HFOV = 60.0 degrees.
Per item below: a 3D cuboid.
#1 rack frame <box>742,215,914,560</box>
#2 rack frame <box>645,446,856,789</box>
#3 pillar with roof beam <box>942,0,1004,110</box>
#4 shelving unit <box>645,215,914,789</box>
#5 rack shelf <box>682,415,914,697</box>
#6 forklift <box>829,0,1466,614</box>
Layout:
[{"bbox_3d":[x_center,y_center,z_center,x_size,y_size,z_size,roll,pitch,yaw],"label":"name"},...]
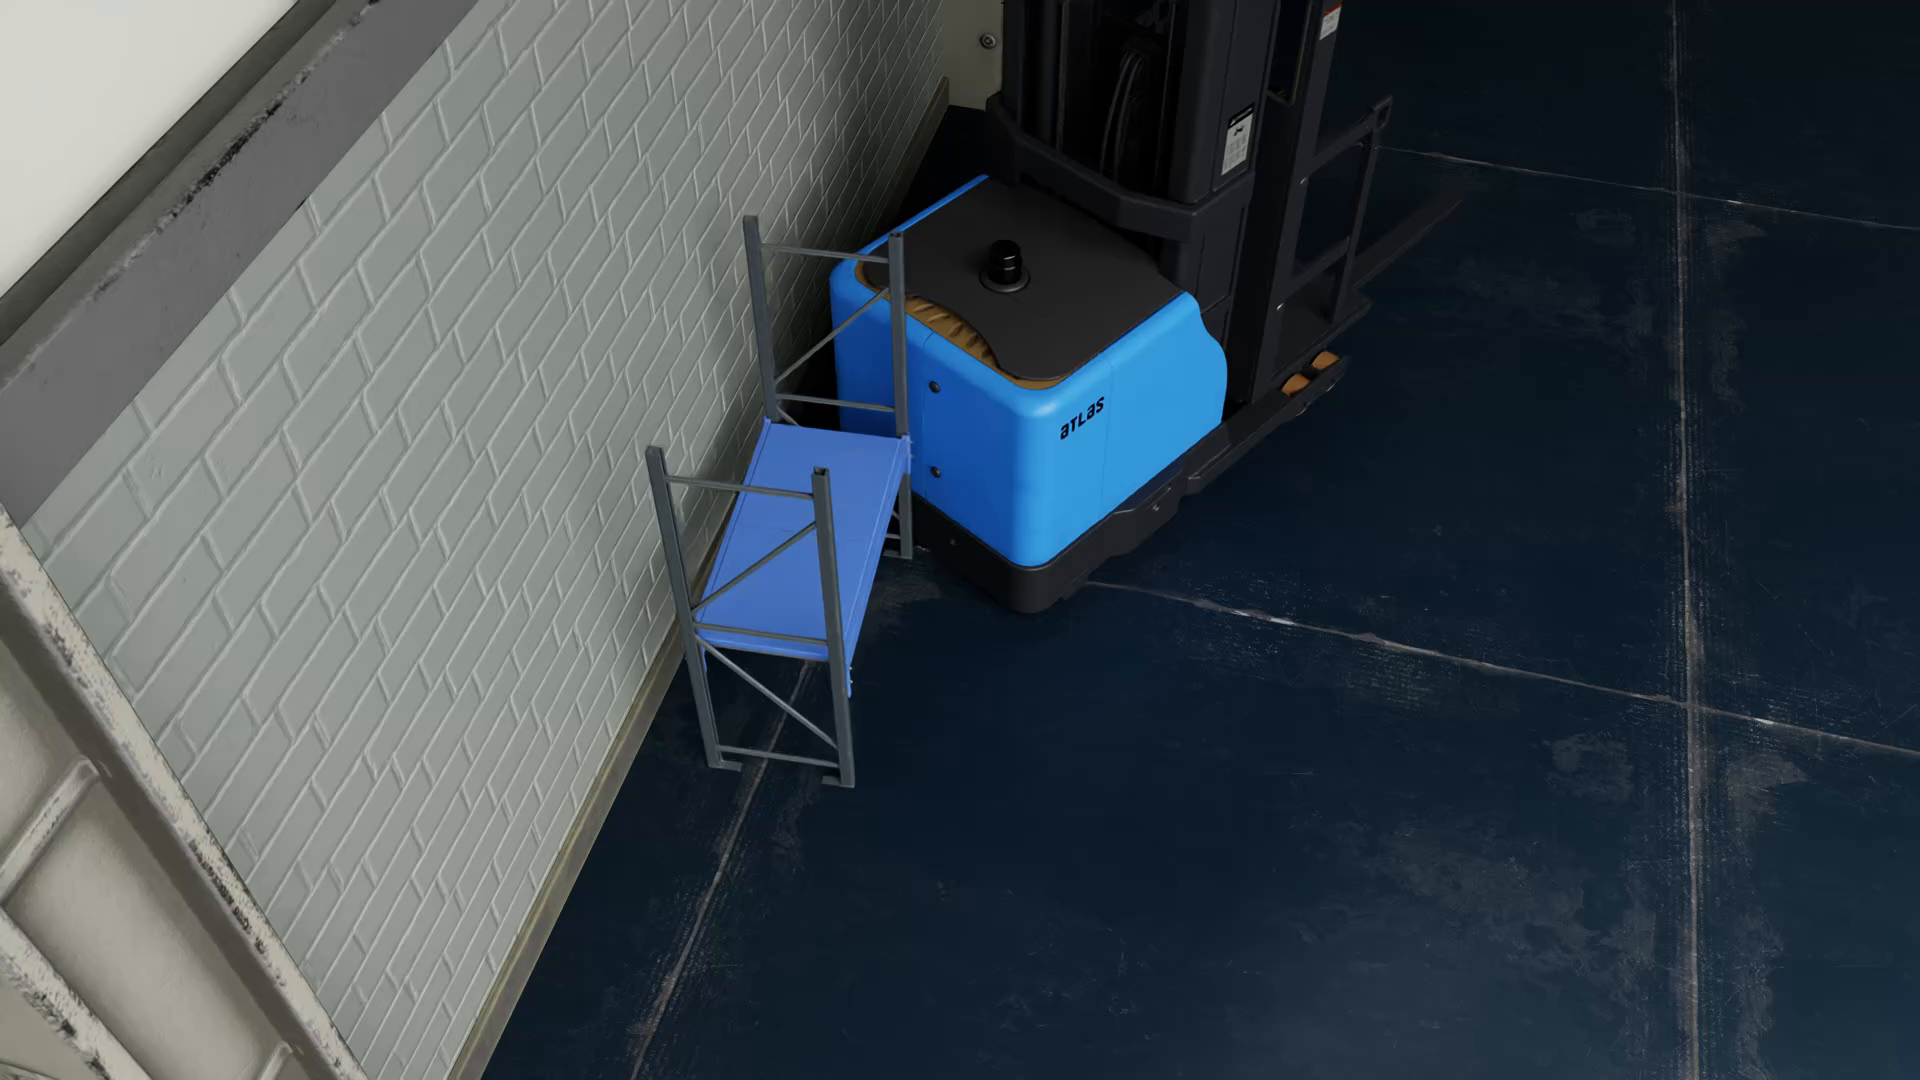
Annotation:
[{"bbox_3d":[-0.422,-0.465,5.660,0.500,1.500,0.032,7,49,7],"label":"rack frame"},{"bbox_3d":[-0.596,0.286,4.998,0.500,1.500,0.032,7,49,7],"label":"rack frame"},{"bbox_3d":[4.264,-4.379,4.113,9.100,9.000,0.400,12,50,10],"label":"pillar with roof beam"},{"bbox_3d":[-0.509,-0.090,5.329,0.538,1.500,1.048,7,49,7],"label":"shelving unit"},{"bbox_3d":[-0.509,0.029,5.464,0.538,0.185,1.000,7,49,7],"label":"rack shelf"},{"bbox_3d":[0.927,-1.713,5.807,1.130,2.935,3.031,36,58,28],"label":"forklift"}]
